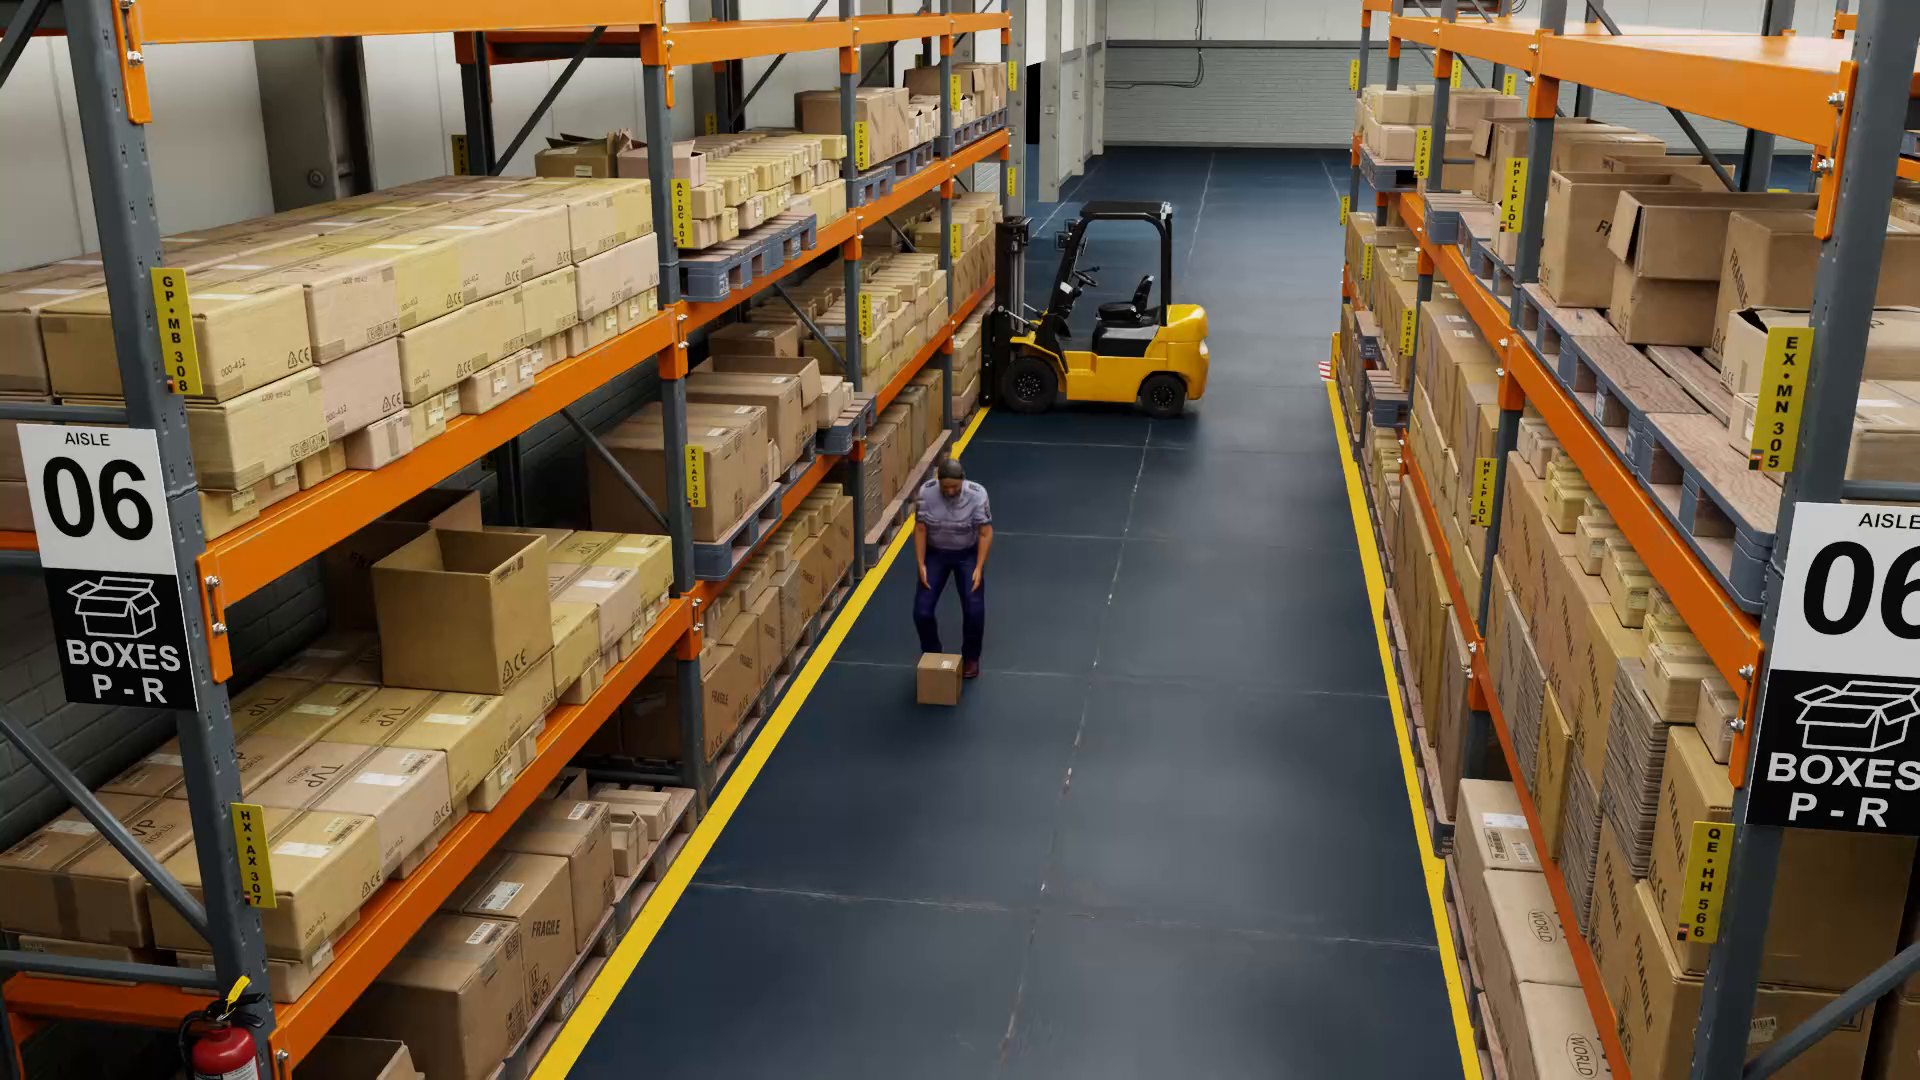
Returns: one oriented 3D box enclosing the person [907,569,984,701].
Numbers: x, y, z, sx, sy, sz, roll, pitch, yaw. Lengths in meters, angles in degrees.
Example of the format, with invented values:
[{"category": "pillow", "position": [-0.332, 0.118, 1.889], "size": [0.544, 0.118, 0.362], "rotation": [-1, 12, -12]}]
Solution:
[{"category": "person", "position": [-0.102, 0.585, 10.794], "size": [0.487, 0.744, 0.818], "rotation": [2, 18, 7]}]
